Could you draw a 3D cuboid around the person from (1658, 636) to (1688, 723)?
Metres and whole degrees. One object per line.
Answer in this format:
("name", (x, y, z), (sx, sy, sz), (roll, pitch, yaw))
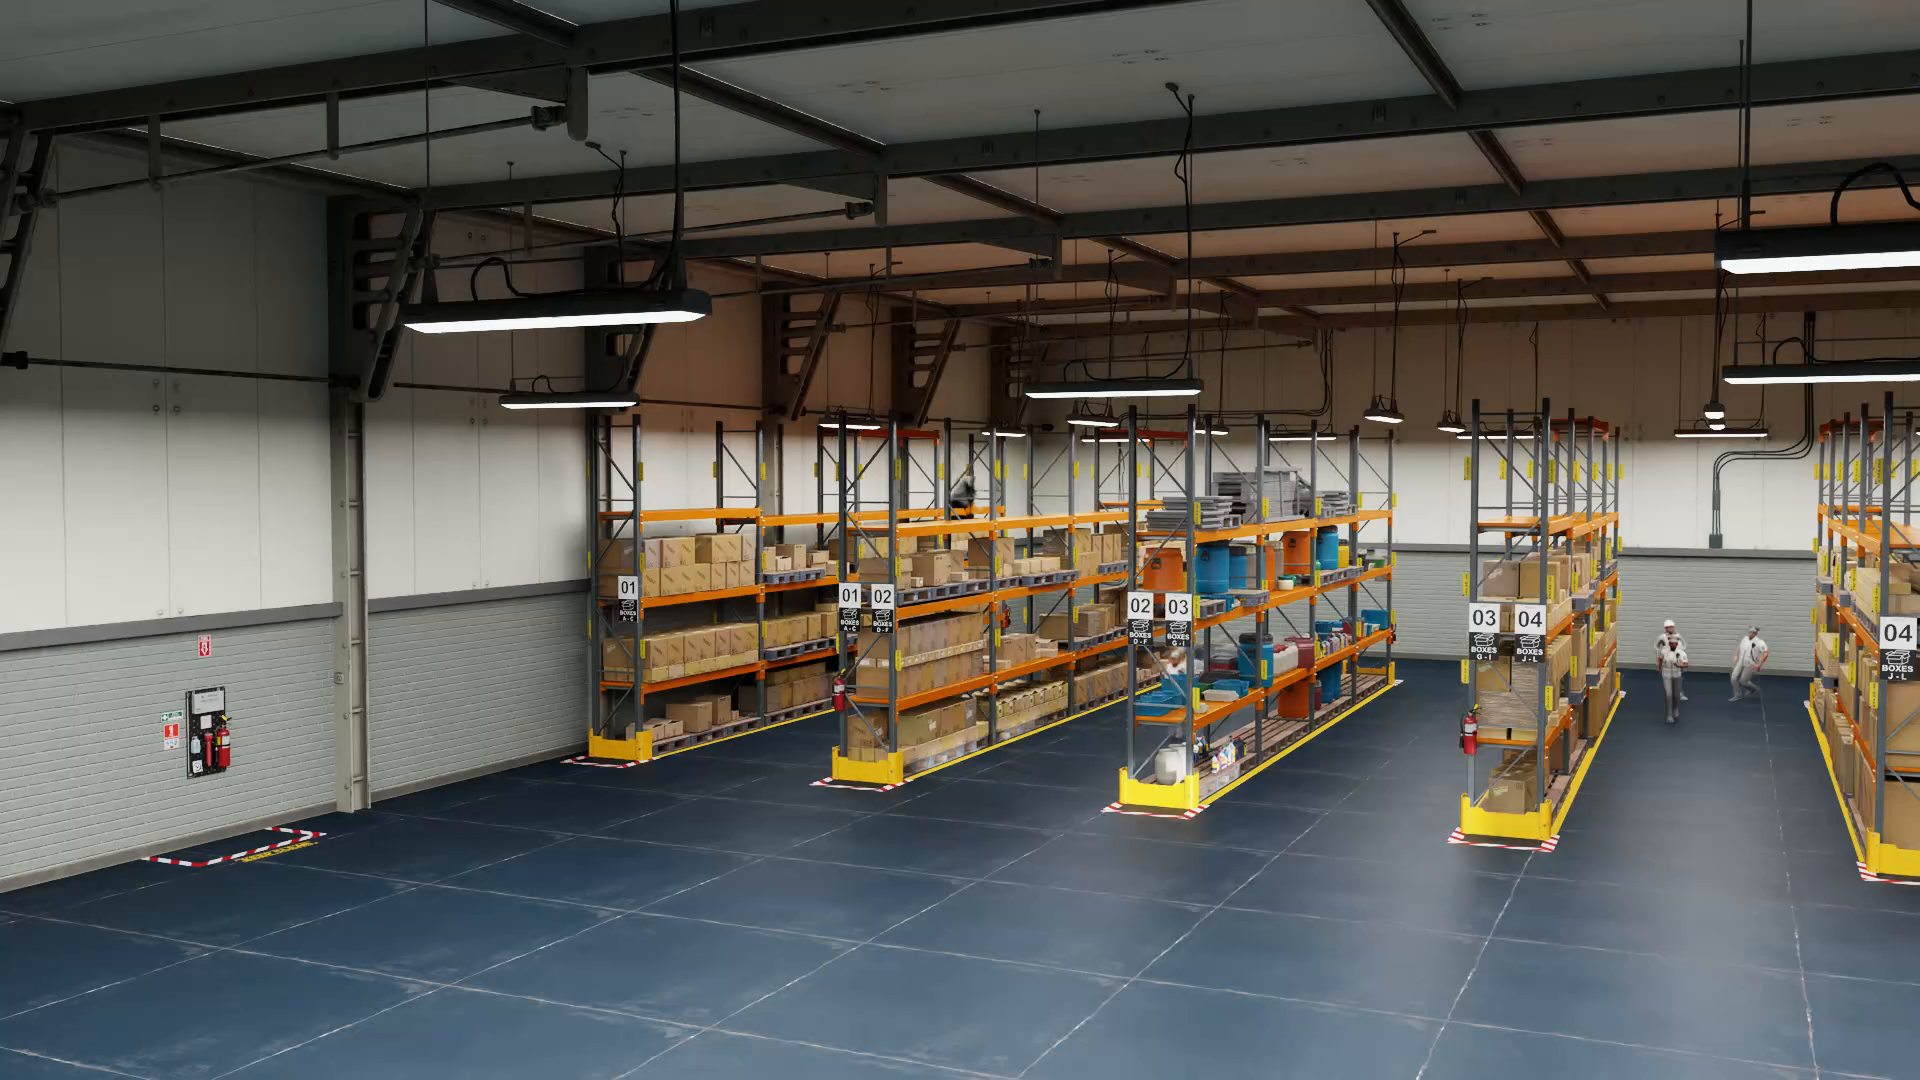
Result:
("person", (14.298, 2.759, 33.349), (0.568, 1.698, 0.933), (1, 3, 25))

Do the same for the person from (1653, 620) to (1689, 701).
("person", (15.609, 2.630, 36.499), (0.735, 1.745, 0.812), (0, 2, 1))

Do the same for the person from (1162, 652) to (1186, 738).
("person", (4.005, 2.897, 31.081), (0.576, 1.631, 0.721), (1, 3, 21))

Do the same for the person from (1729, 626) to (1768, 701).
("person", (17.217, 2.693, 36.178), (0.583, 1.695, 0.730), (-1, 3, -28))
